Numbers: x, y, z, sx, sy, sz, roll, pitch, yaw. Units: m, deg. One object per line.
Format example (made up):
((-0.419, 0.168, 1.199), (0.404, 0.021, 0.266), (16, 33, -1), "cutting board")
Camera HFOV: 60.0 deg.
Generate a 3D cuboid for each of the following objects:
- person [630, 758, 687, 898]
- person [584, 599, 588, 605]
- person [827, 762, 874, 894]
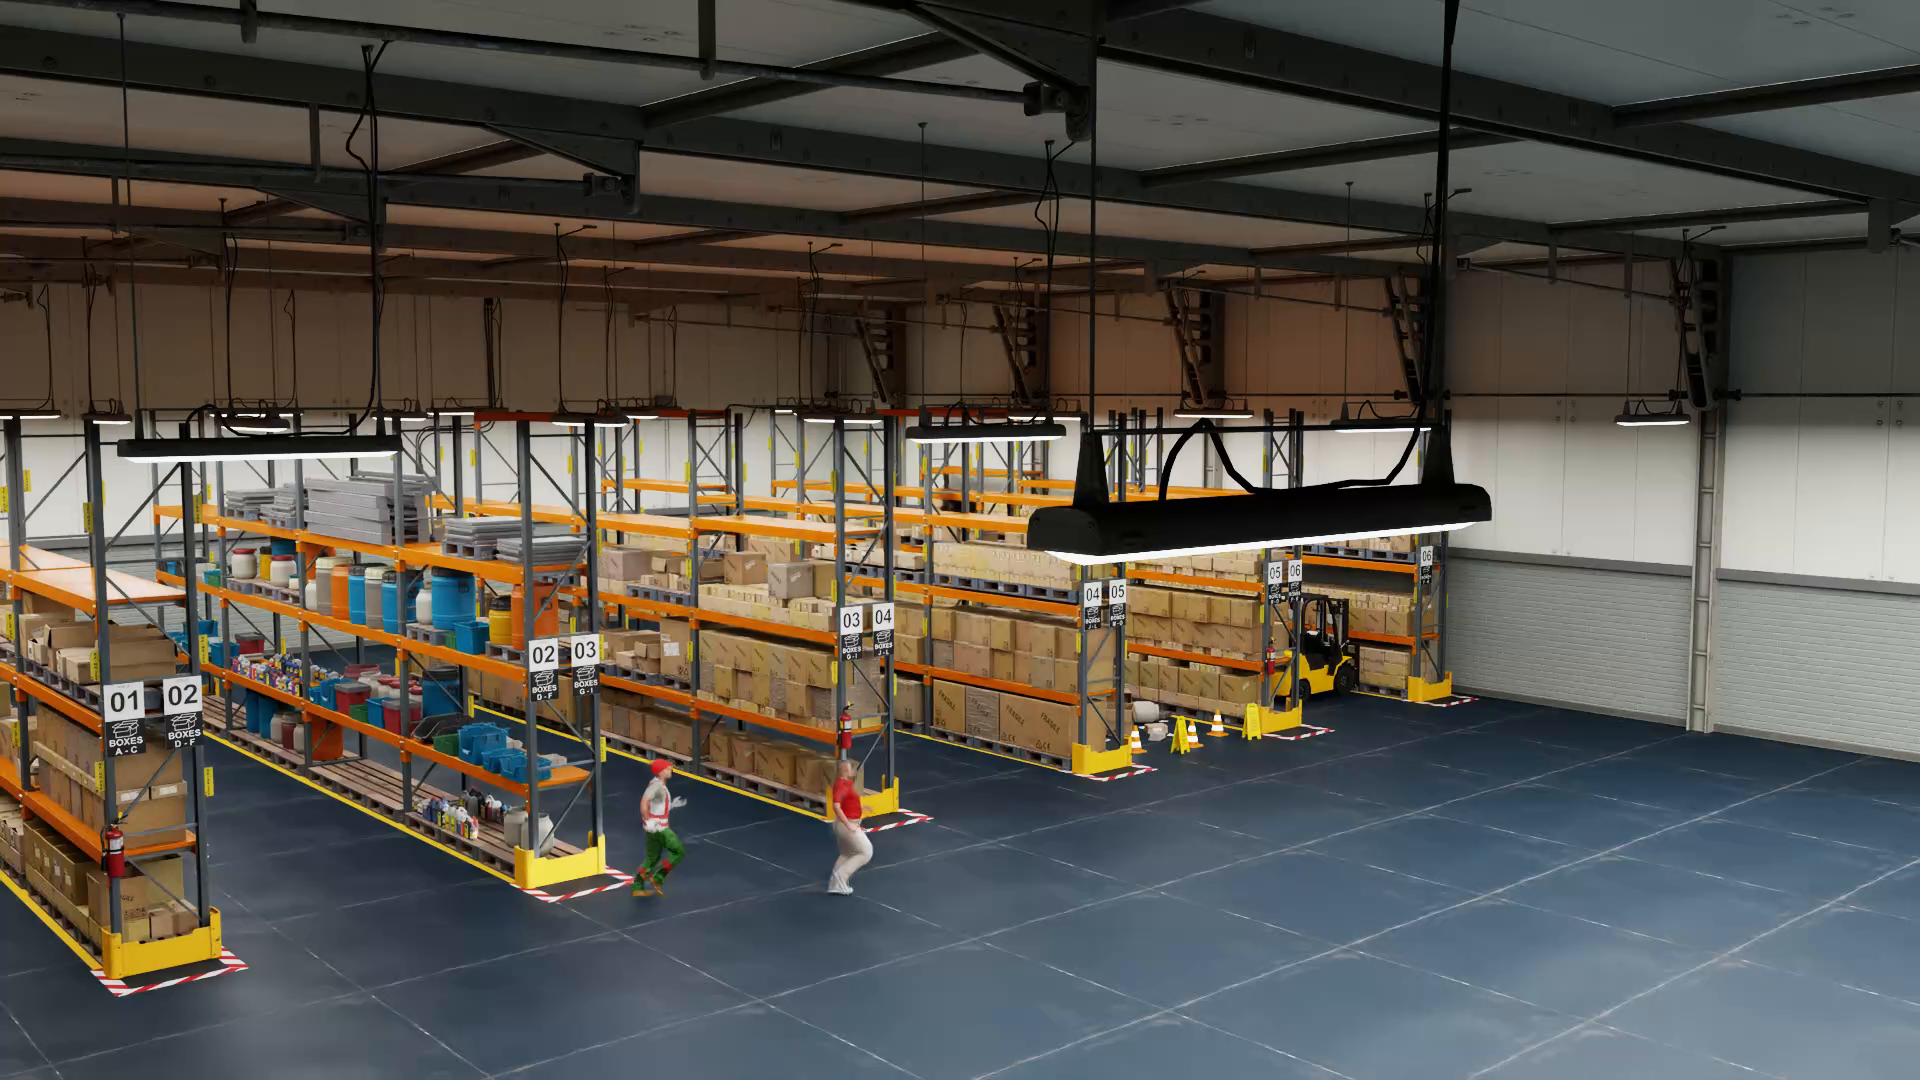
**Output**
((-3.778, 3.613, 20.849), (0.735, 1.750, 0.647), (-2, 5, -17), "person")
((-8.406, 2.164, 37.747), (0.607, 1.709, 0.787), (-4, 6, -36), "person")
((-1.374, 3.637, 21.029), (0.611, 1.685, 0.650), (-2, 5, -19), "person")
